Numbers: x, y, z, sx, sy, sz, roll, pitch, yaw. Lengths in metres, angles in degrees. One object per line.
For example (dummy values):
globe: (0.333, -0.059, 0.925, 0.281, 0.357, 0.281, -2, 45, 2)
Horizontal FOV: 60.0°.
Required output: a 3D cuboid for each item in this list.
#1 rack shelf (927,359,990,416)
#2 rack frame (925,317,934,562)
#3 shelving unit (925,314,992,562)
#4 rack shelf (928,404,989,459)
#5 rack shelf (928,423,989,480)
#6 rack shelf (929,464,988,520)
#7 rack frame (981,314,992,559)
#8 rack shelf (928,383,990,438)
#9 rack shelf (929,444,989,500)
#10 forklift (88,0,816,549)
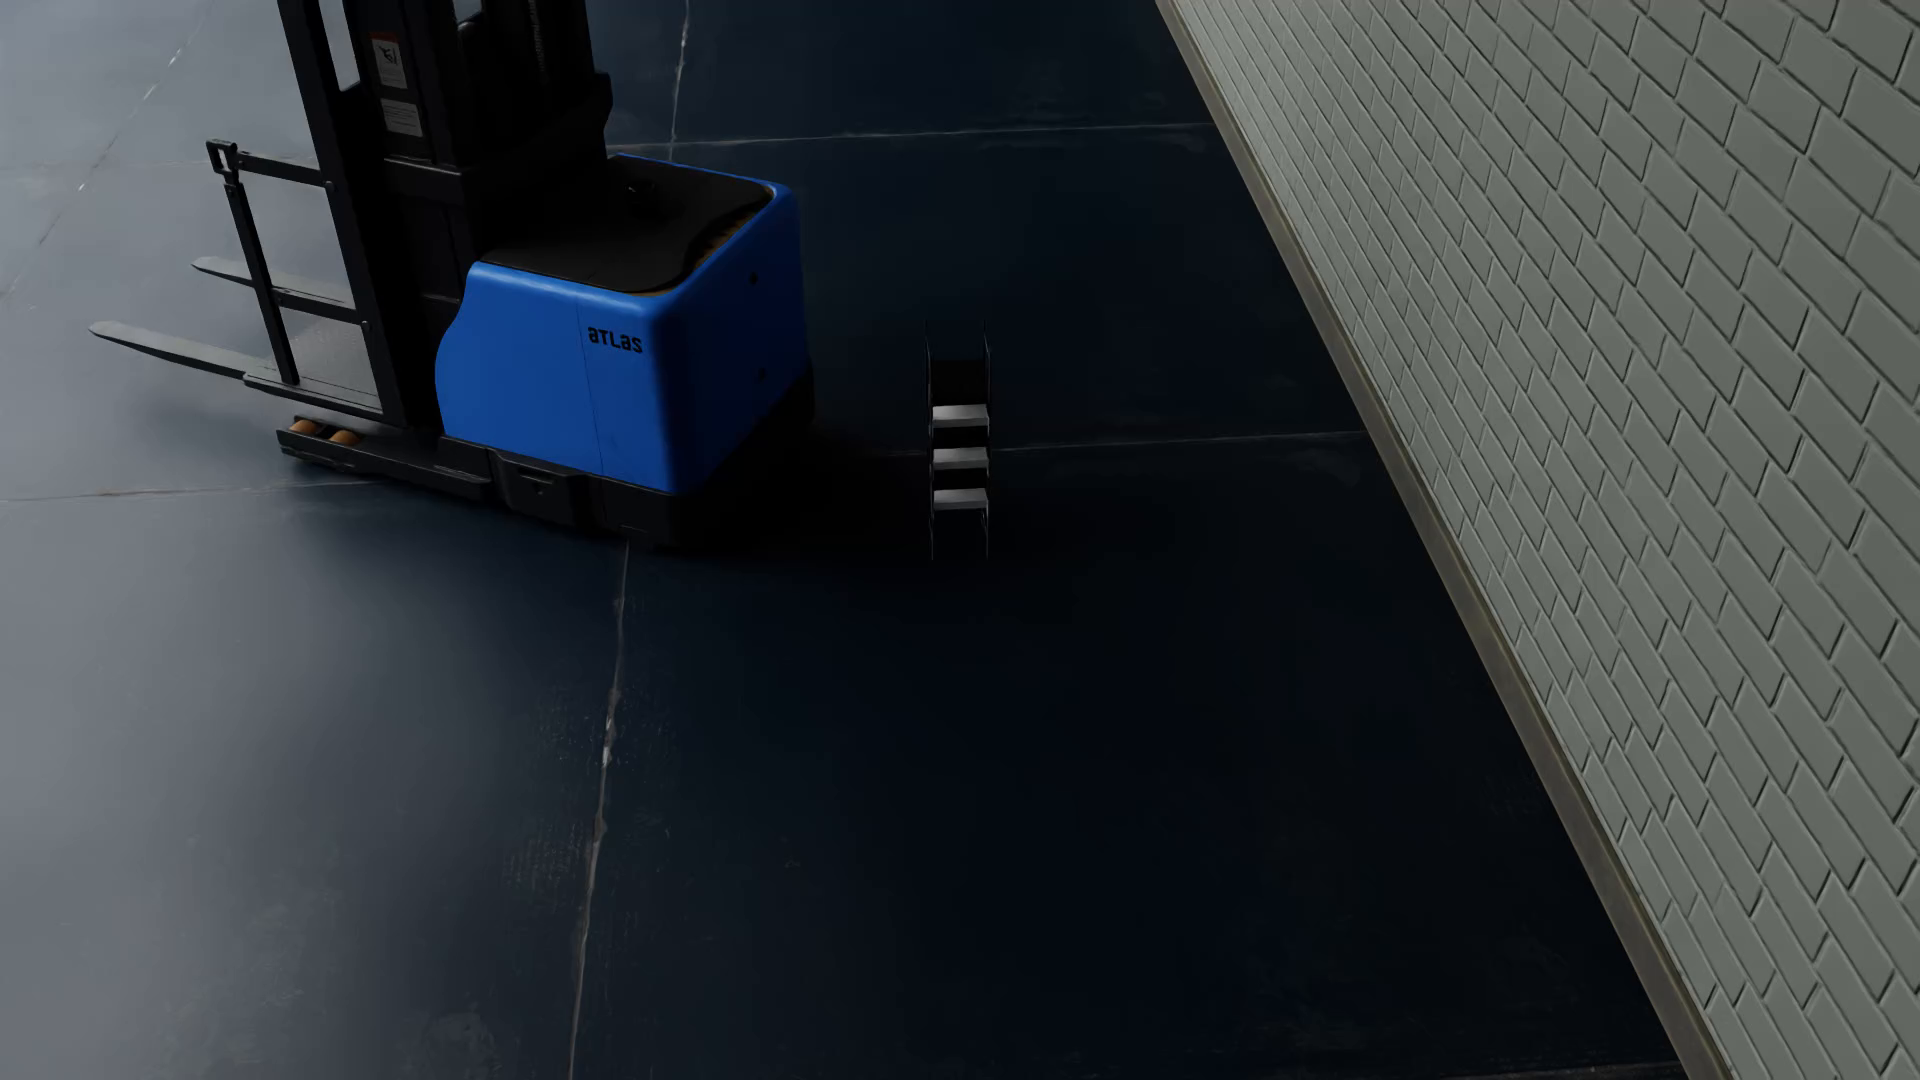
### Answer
rack shelf: (-0.008, -0.539, 5.824, 0.200, 0.077, 0.258, -3, 38, -4)
rack frame: (-0.109, -0.347, 5.964, 0.006, 0.900, 0.240, -3, 38, -4)
shelving unit: (-0.008, -0.353, 5.971, 0.210, 0.900, 0.258, -3, 38, -4)
rack shelf: (-0.008, -0.397, 5.936, 0.200, 0.077, 0.258, -3, 38, -4)
rack shelf: (-0.008, -0.327, 5.991, 0.200, 0.077, 0.258, -3, 38, -4)
rack shelf: (-0.008, -0.185, 6.103, 0.200, 0.077, 0.258, -3, 38, -4)
rack frame: (0.093, -0.358, 5.978, 0.006, 0.900, 0.240, -3, 38, -4)
rack shelf: (-0.008, -0.468, 5.880, 0.200, 0.077, 0.258, -3, 38, -4)
rack shelf: (-0.008, -0.256, 6.047, 0.200, 0.077, 0.258, -3, 38, -4)
forklift: (-2.157, -1.701, 6.040, 3.031, 2.935, 1.130, 14, 40, 17)
